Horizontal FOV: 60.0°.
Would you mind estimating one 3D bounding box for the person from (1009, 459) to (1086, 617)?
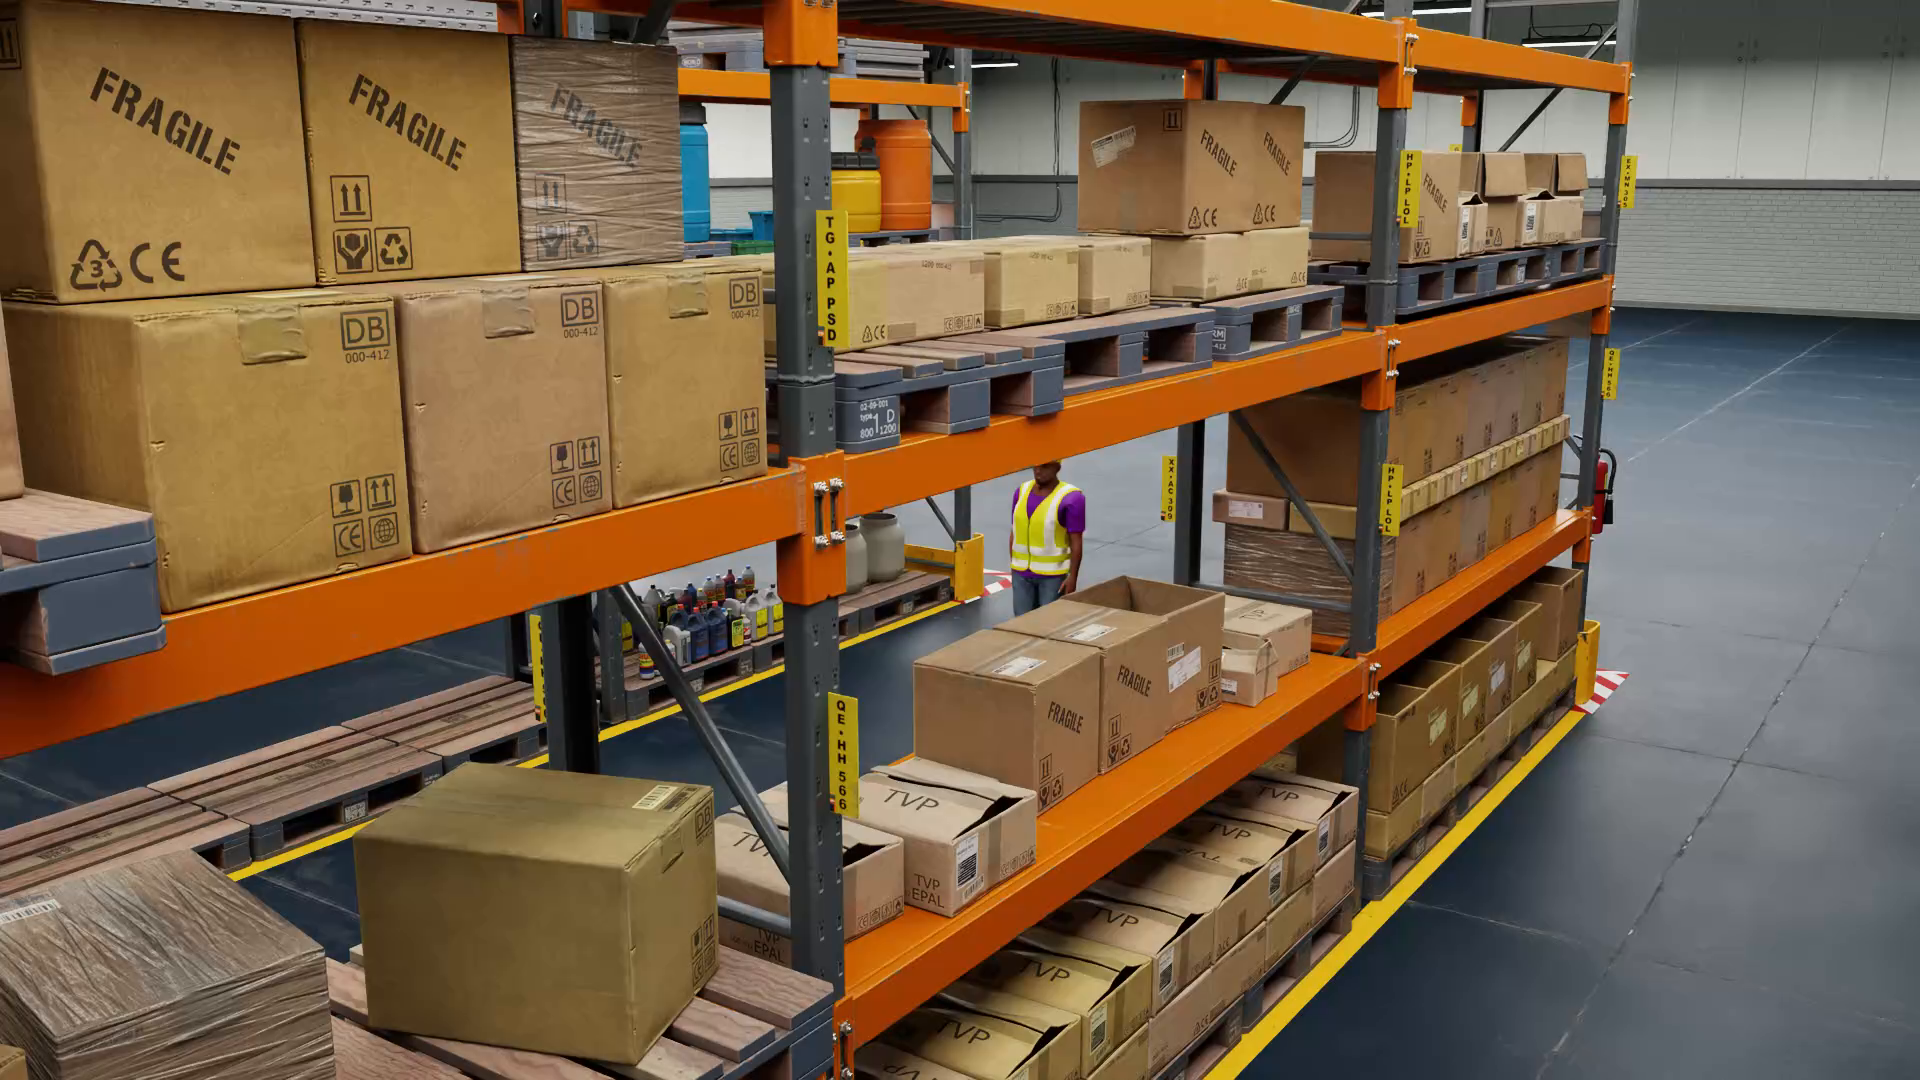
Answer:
[{"bbox_3d":[0.551,0.216,10.990,0.562,1.761,0.358,9,16,35],"label":"person"}]
